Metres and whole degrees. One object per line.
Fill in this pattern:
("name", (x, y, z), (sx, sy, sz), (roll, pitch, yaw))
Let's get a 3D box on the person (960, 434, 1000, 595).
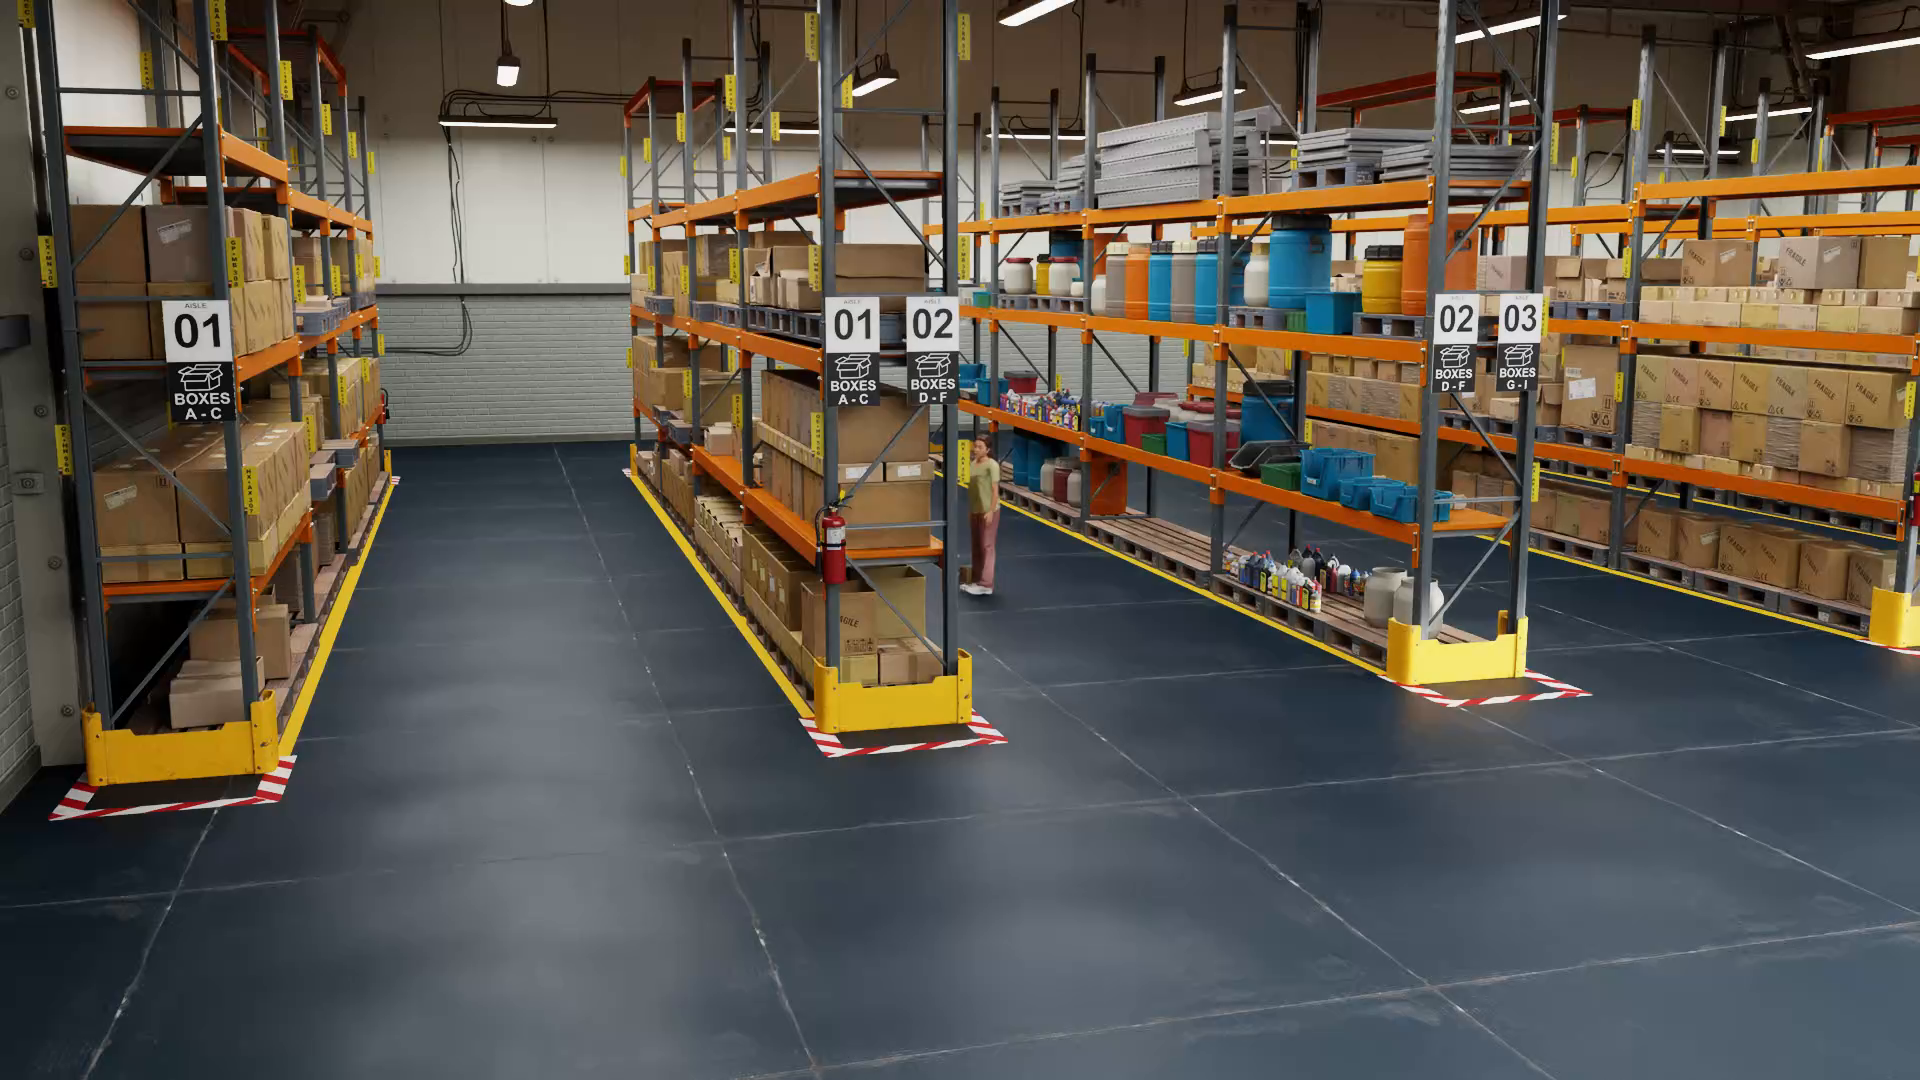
("person", (0.176, -0.268, 17.357), (0.455, 1.680, 0.502), (-7, 12, -37))
